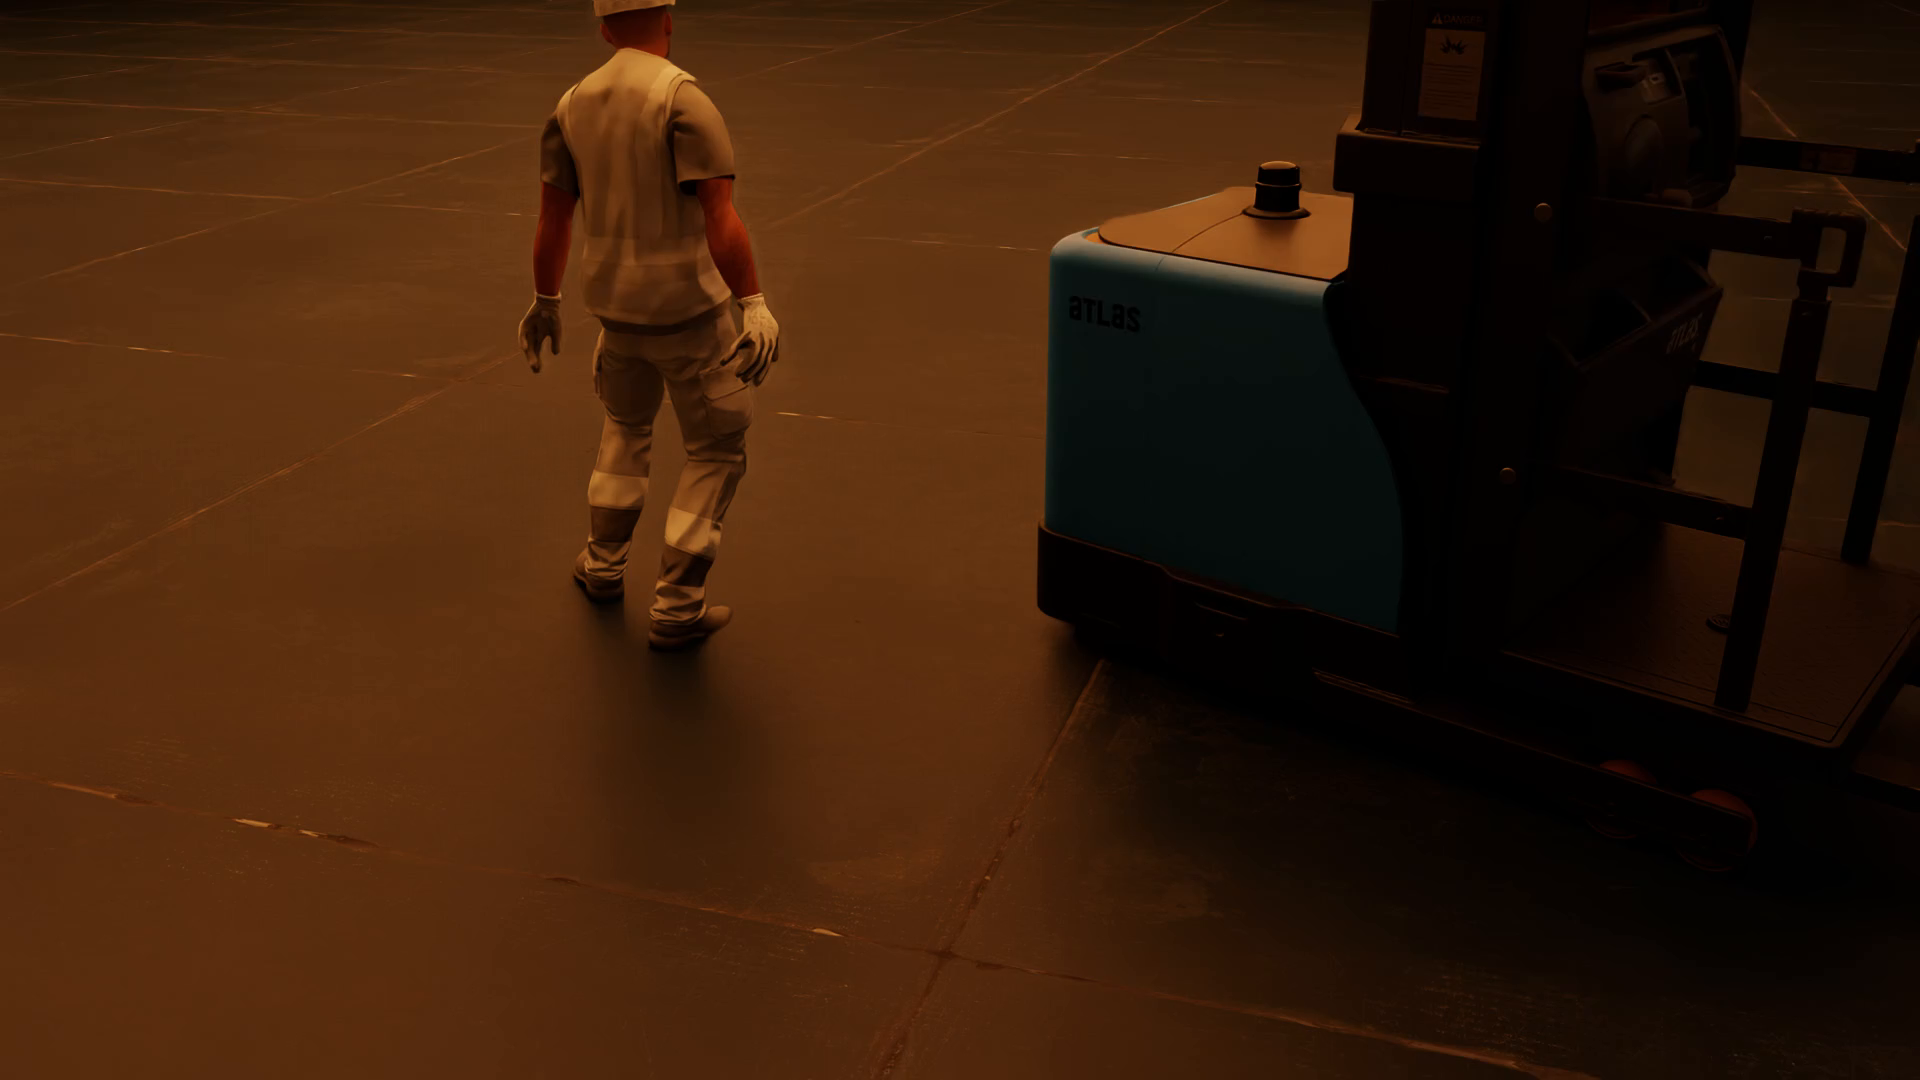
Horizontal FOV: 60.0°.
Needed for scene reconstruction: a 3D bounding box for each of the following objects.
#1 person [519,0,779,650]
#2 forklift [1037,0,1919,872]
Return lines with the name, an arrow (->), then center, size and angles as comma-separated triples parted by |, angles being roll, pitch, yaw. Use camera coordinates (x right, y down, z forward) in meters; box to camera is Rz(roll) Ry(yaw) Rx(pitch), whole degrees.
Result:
person -> -0.788, -0.596, 4.335 | 0.887, 1.750, 0.464 | 15, 27, 32
forklift -> 1.667, -0.895, 3.446 | 3.031, 2.935, 1.130 | 17, 28, 36
